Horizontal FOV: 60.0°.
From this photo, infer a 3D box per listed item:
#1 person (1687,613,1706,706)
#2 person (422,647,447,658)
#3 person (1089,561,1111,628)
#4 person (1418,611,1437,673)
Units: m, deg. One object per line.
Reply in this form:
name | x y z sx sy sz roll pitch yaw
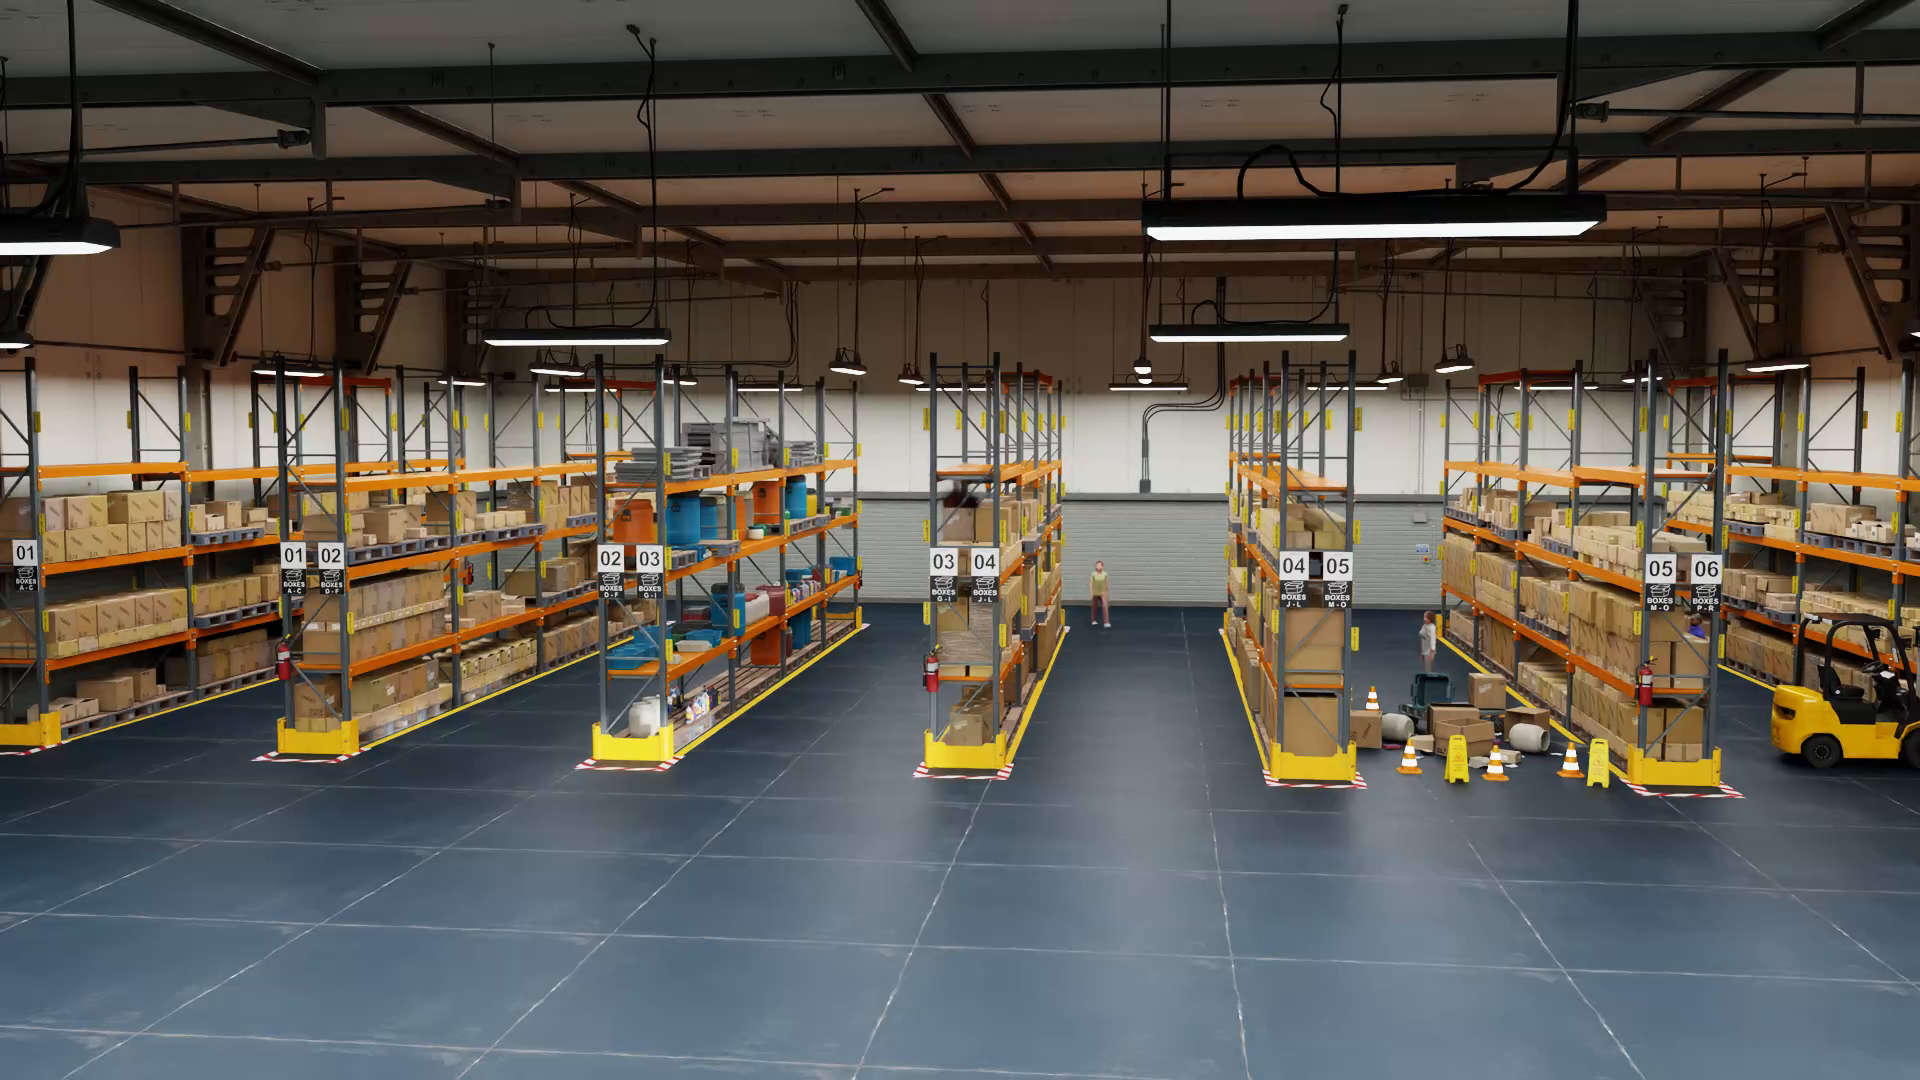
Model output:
person | 12.920 2.114 29.263 0.436 1.658 0.475 2 4 26
person | -10.687 1.762 33.768 0.781 1.744 1.003 0 4 7
person | 3.417 1.311 40.523 0.516 1.600 1.047 -1 4 -9
person | 8.456 2.091 30.063 0.335 1.573 0.484 1 4 13
